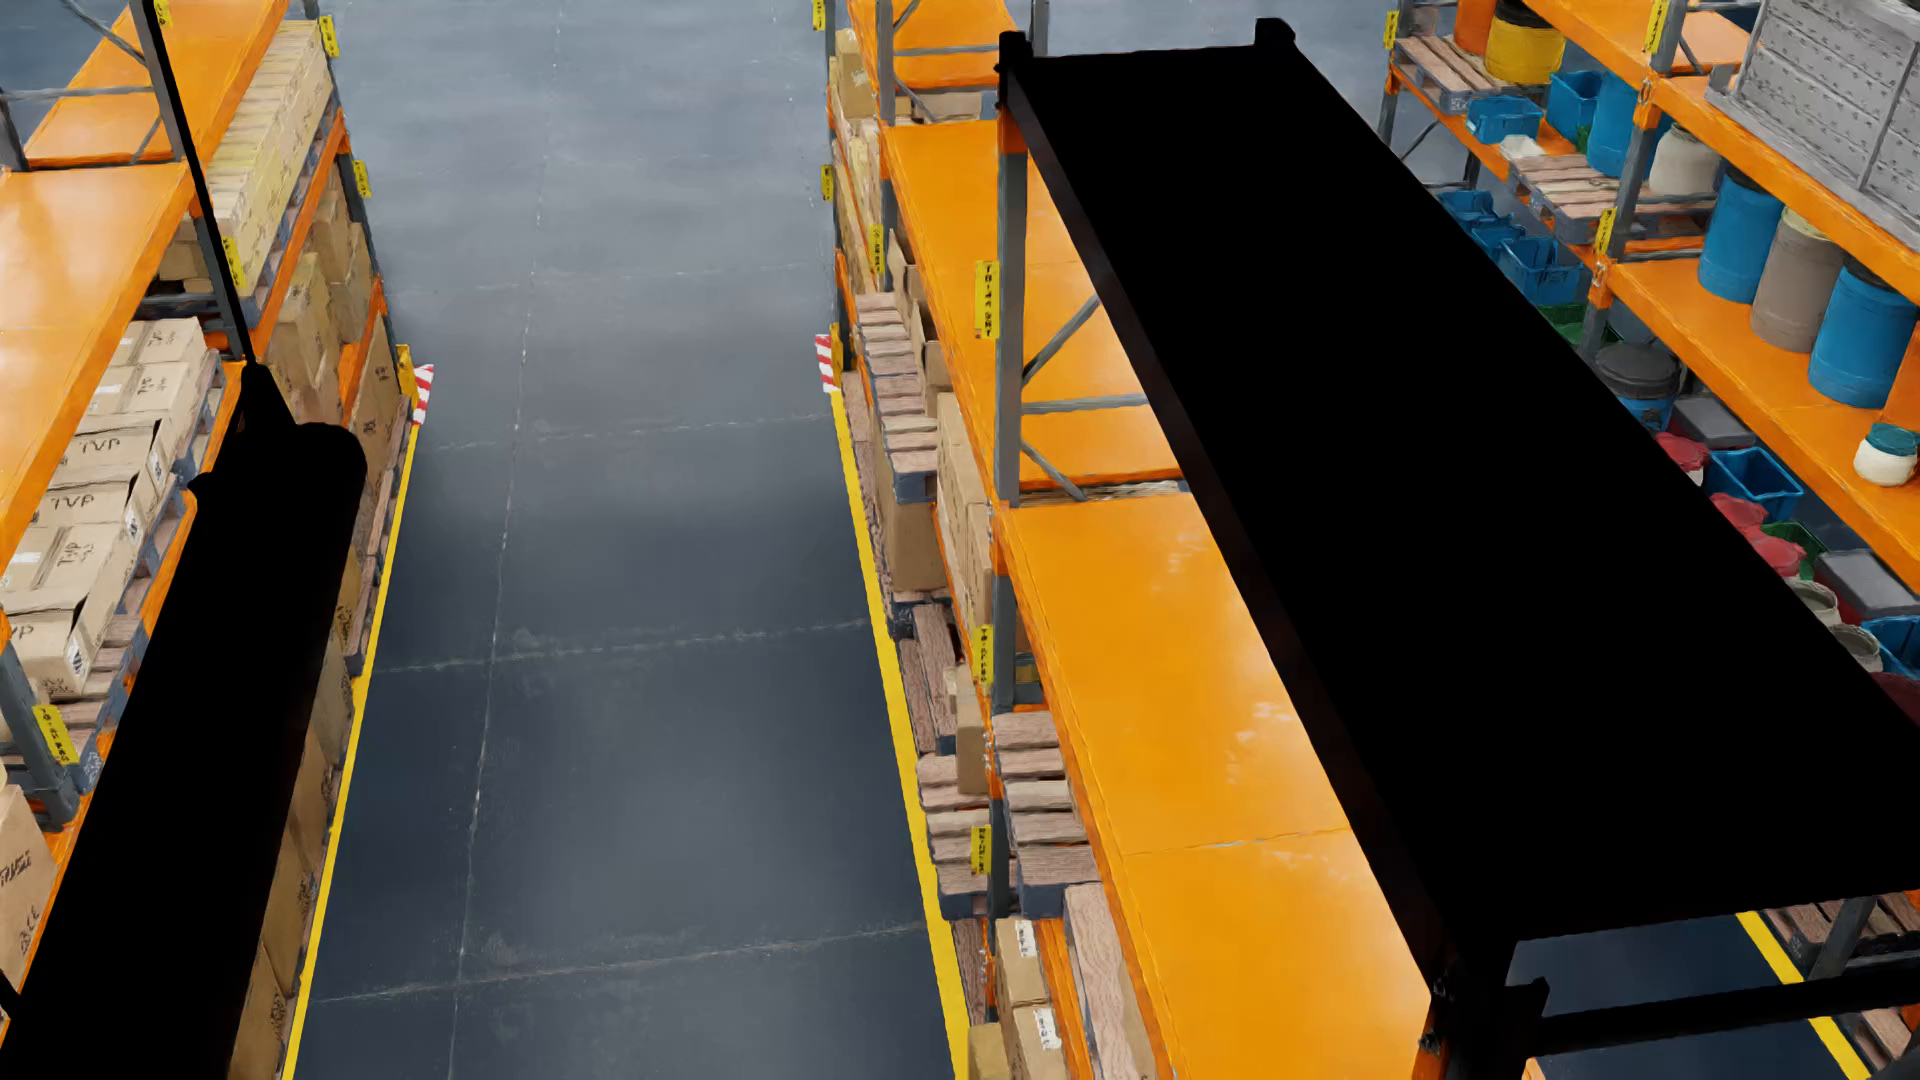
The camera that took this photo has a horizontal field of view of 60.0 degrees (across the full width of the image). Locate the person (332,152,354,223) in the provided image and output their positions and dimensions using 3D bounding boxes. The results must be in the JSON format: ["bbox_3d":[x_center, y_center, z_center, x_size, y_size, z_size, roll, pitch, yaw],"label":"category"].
[{"bbox_3d":[-6.285,-3.332,16.528,0.735,1.715,0.893,-15,39,-20],"label":"person"}]

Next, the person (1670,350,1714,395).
[{"bbox_3d":[6.321,-1.550,14.103,0.568,1.719,0.942,4,37,6],"label":"person"}]
